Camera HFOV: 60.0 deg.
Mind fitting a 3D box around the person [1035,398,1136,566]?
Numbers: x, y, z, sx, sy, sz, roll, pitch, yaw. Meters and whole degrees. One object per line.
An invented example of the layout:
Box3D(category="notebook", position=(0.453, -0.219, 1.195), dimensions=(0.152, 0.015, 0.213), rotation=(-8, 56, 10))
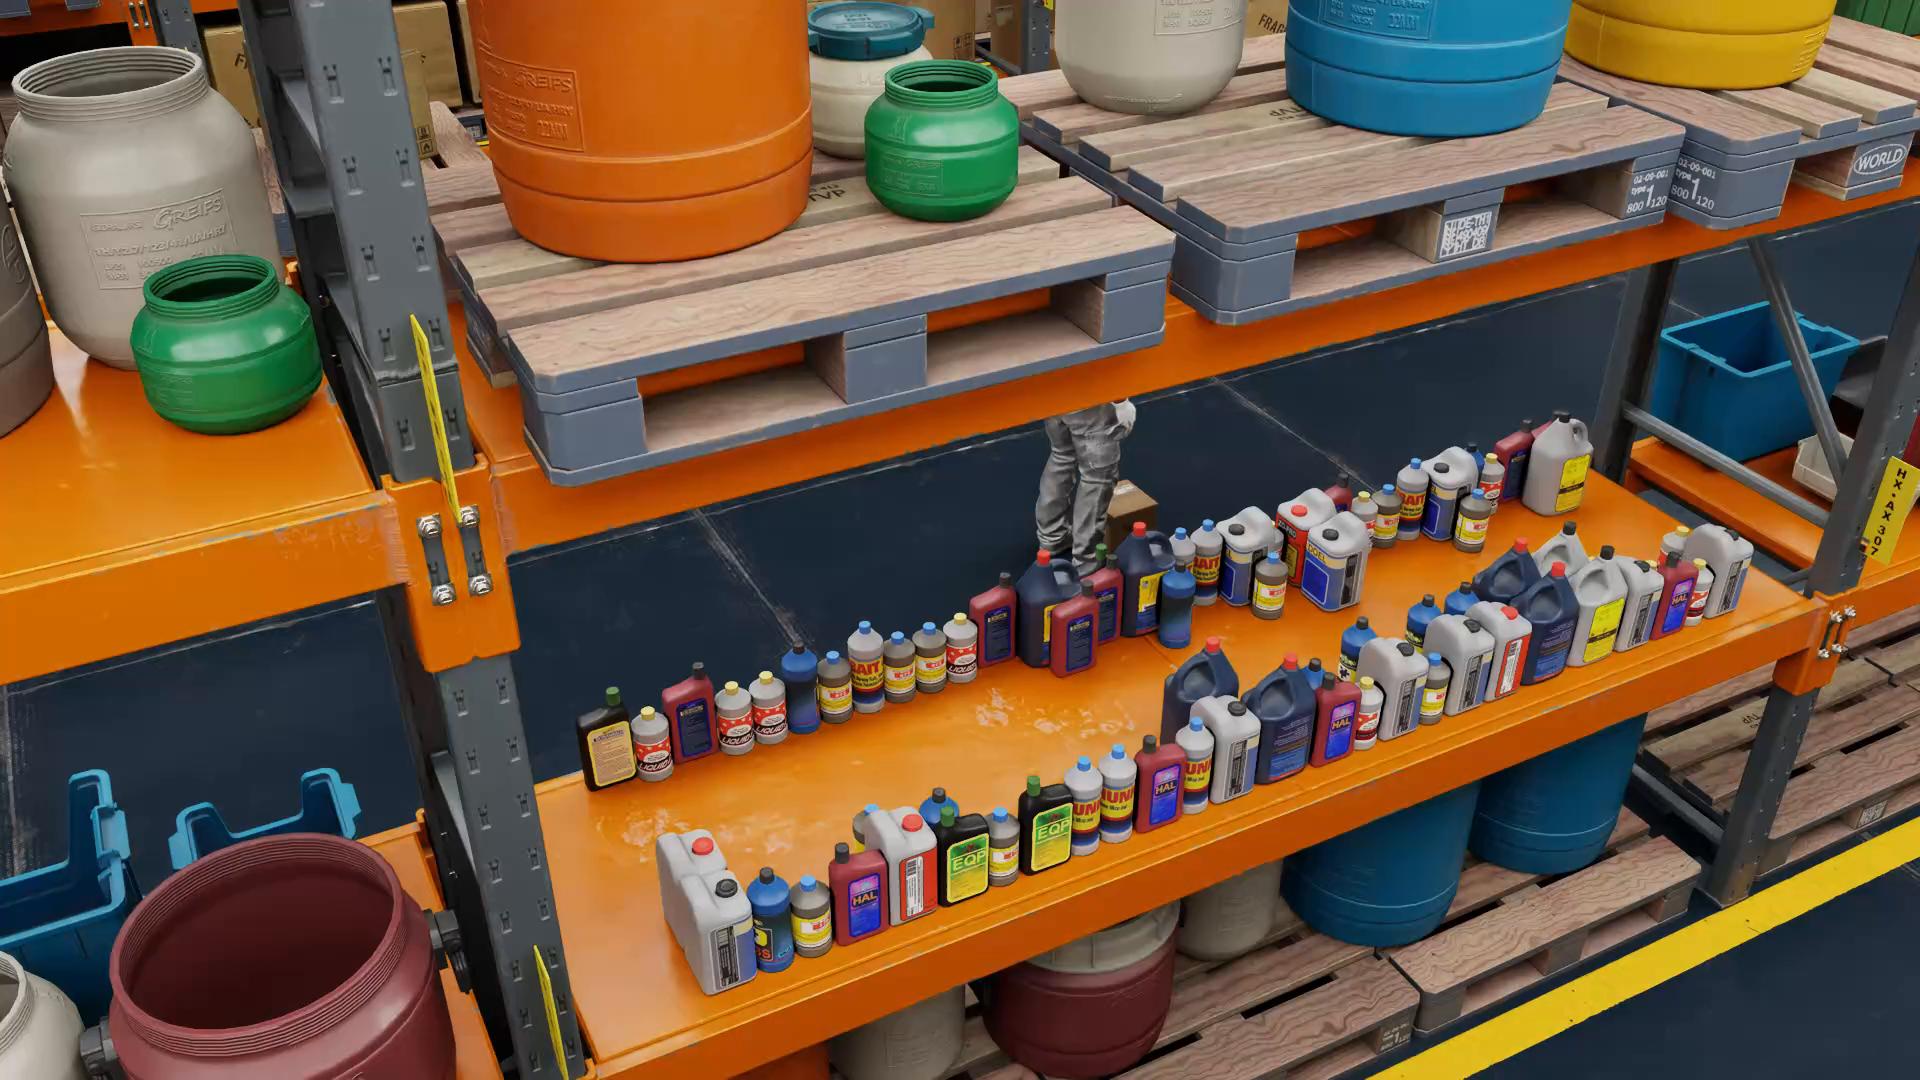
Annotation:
Box3D(category="person", position=(0.530, -0.666, 7.167), dimensions=(0.449, 1.772, 0.621), rotation=(-18, 37, -26))
